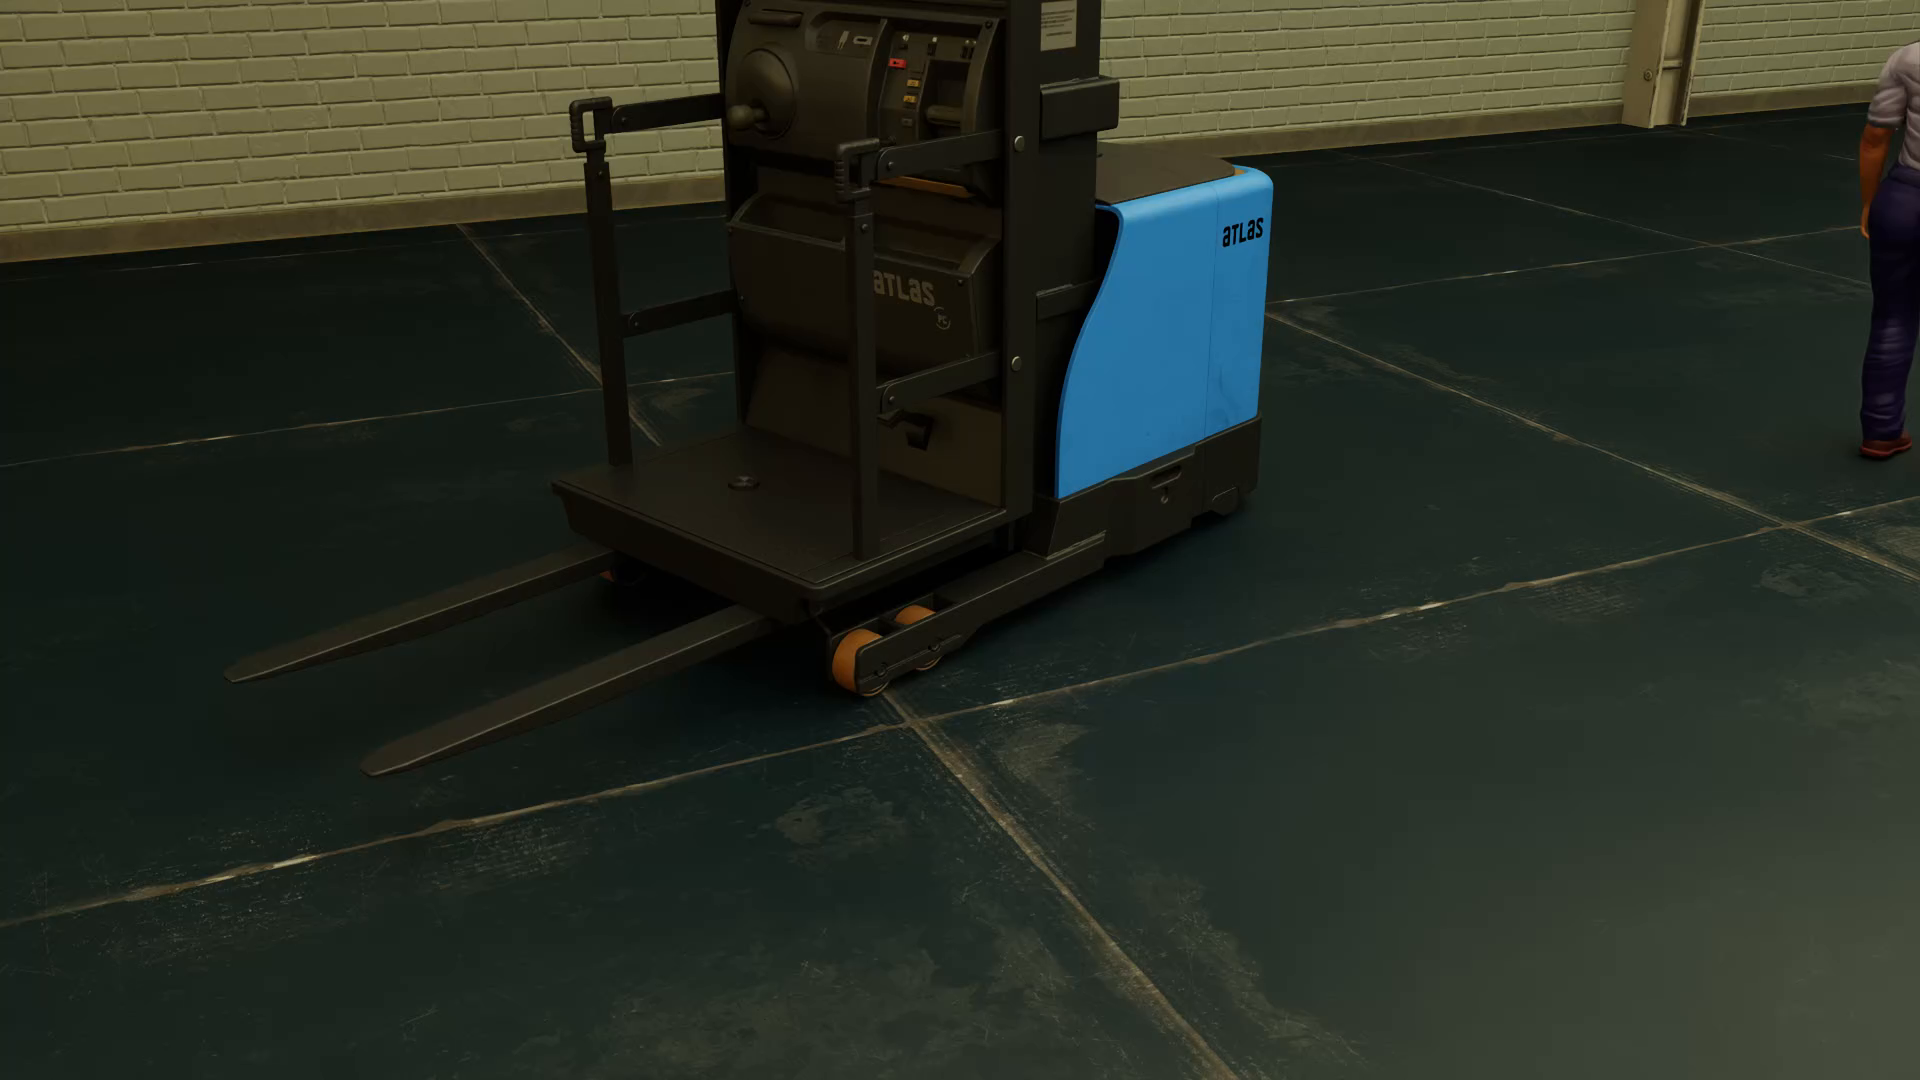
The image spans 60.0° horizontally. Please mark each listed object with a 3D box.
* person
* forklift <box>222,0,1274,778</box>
[{"bbox_3d":[3.295,-1.059,5.491,0.501,1.651,0.595,-15,27,-32],"label":"person"},{"bbox_3d":[-0.413,-1.182,4.131,1.130,2.935,3.031,19,29,39],"label":"forklift"}]
